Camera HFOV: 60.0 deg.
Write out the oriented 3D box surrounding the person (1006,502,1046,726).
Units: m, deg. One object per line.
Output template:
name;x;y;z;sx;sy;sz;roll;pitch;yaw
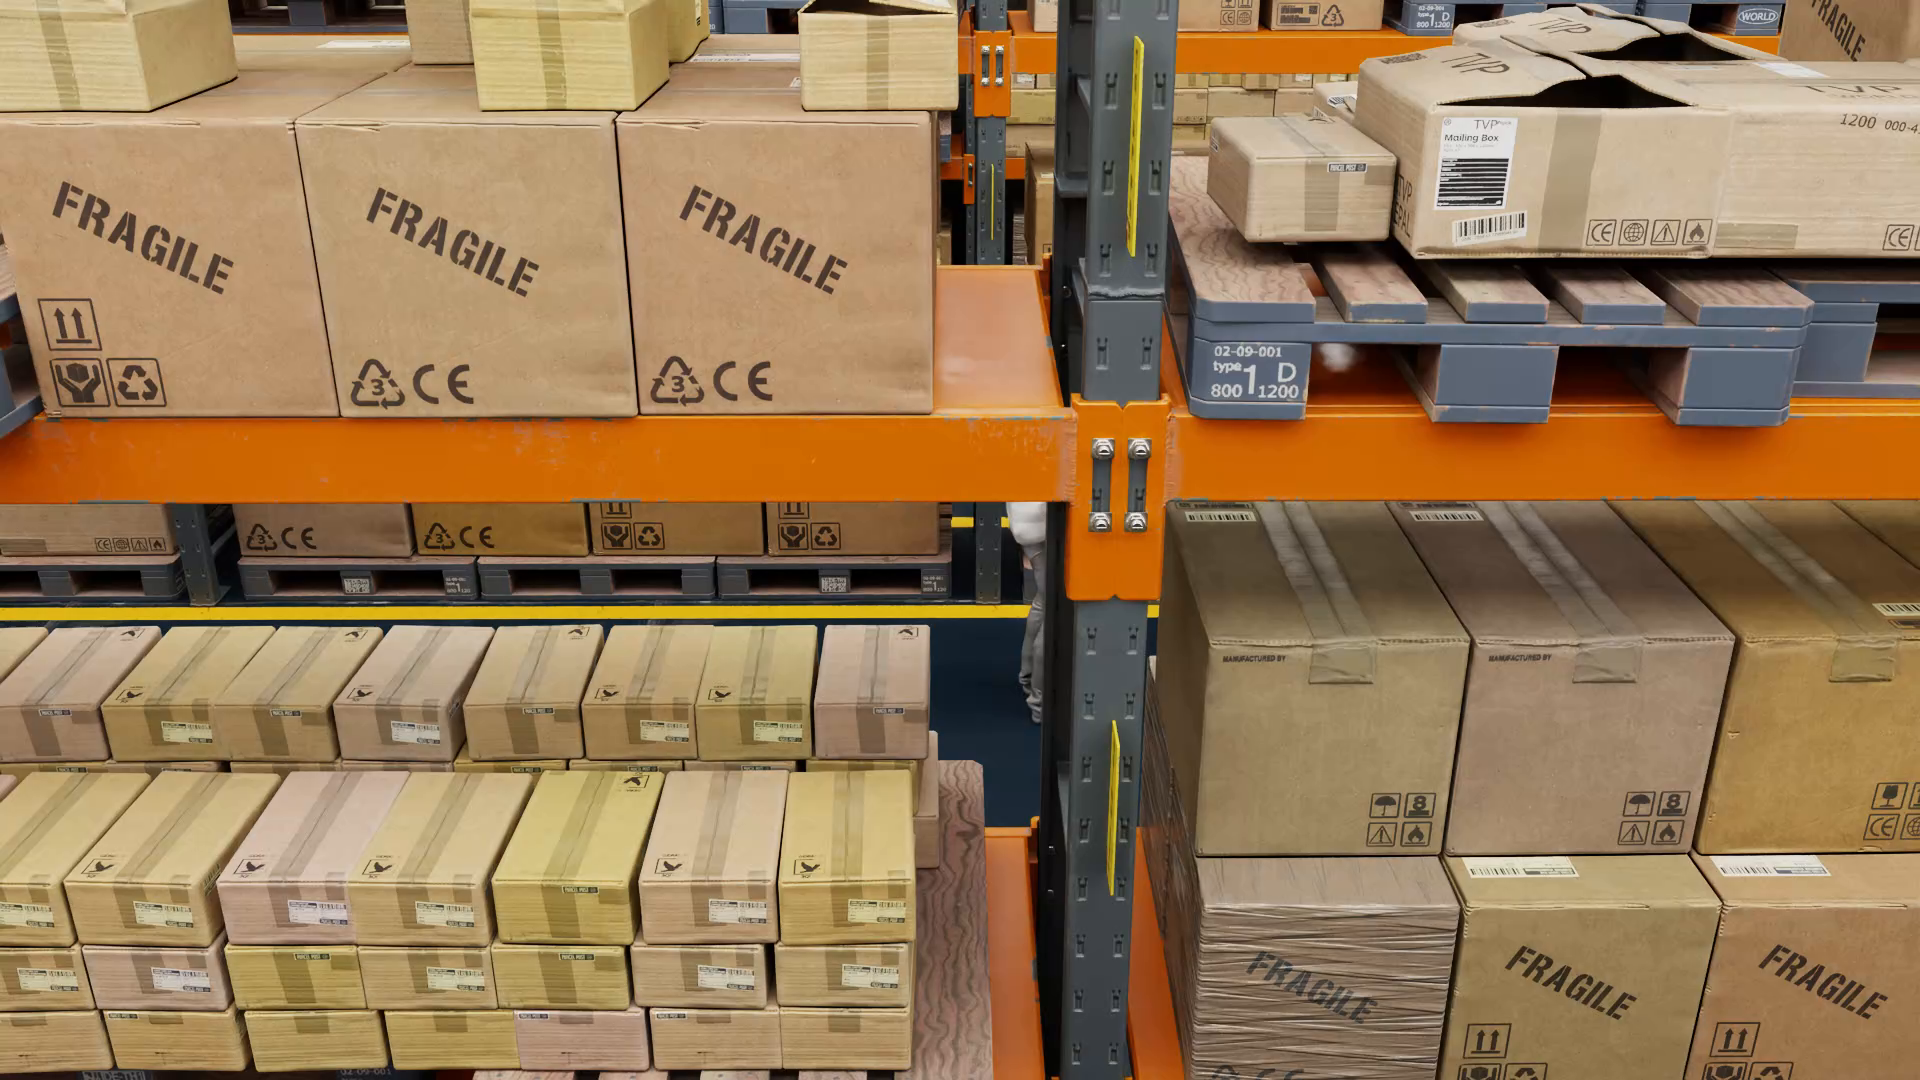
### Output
person;0.405;-0.067;7.225;0.422;1.766;0.583;-2;24;-4
